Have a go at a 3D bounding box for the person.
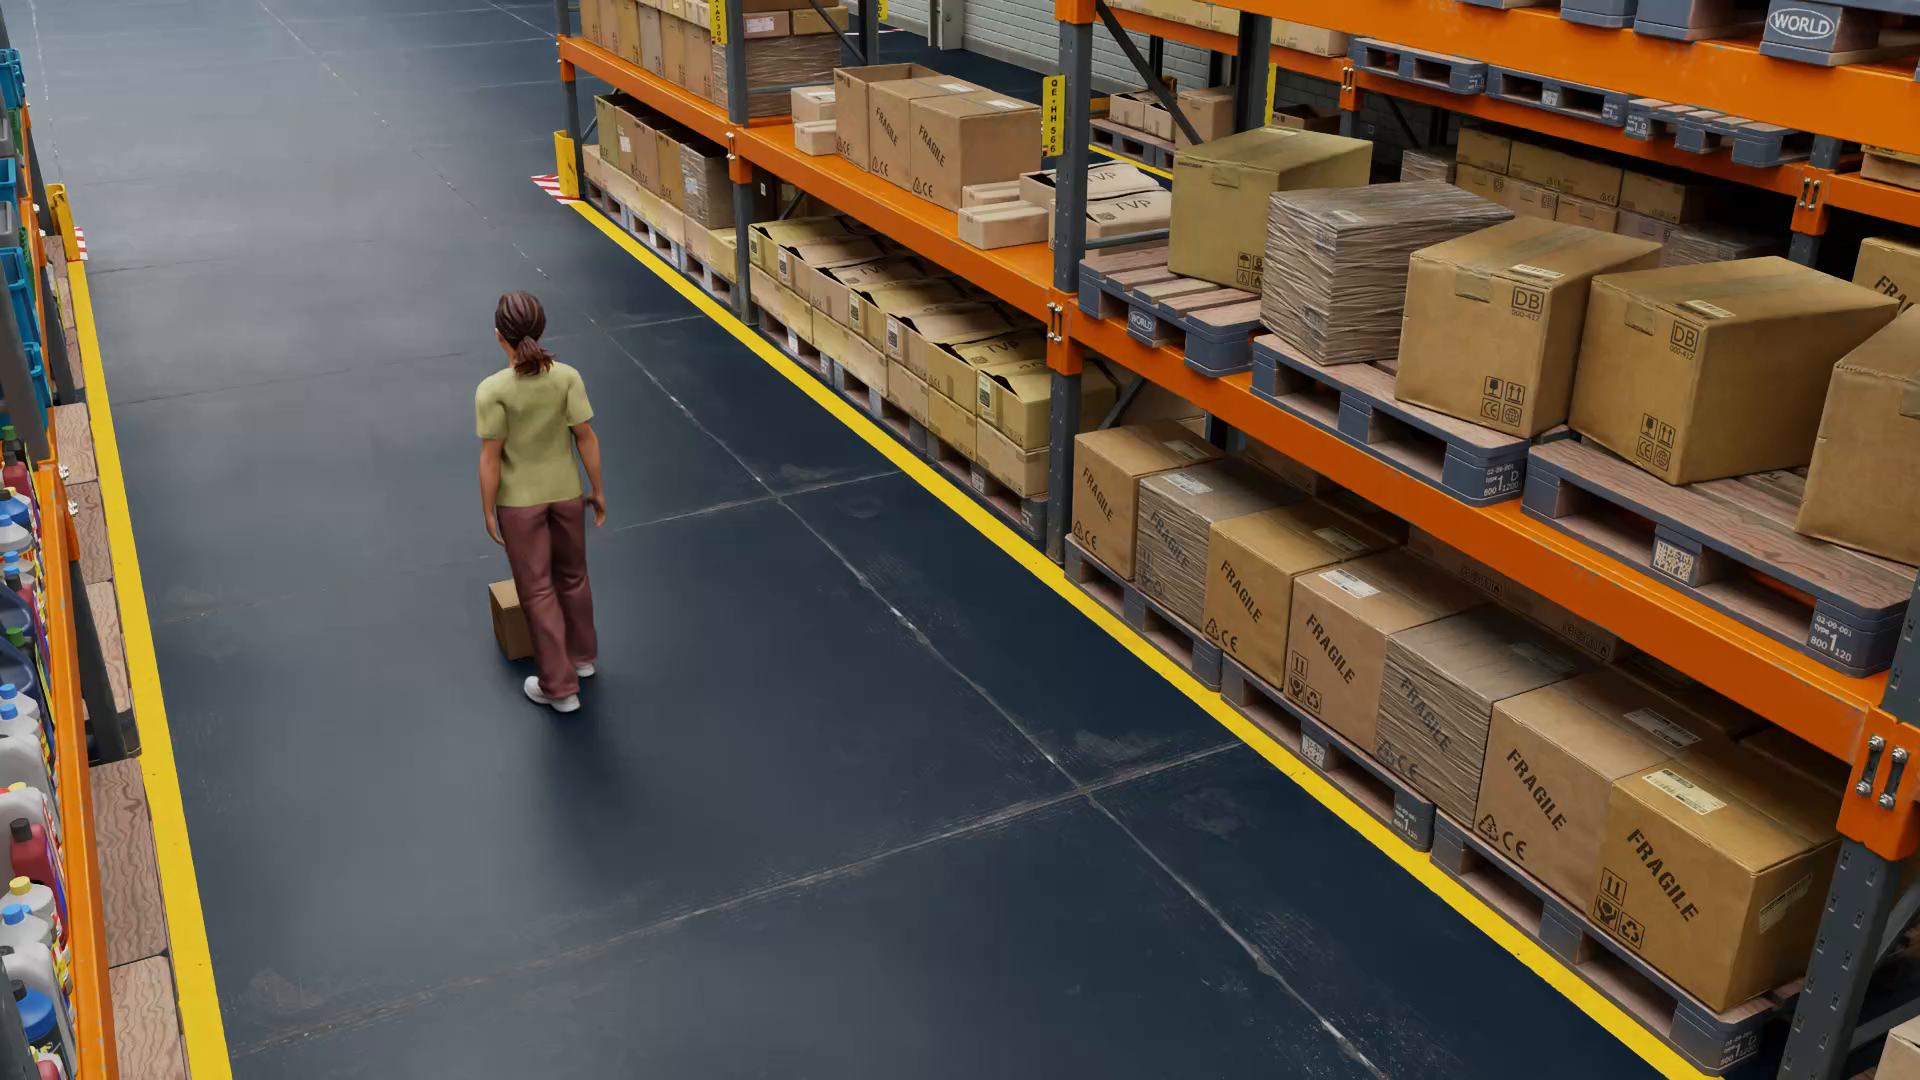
[{"bbox_3d":[-1.649,-0.166,6.437,0.459,1.673,0.551,-17,30,-31],"label":"person"}]
